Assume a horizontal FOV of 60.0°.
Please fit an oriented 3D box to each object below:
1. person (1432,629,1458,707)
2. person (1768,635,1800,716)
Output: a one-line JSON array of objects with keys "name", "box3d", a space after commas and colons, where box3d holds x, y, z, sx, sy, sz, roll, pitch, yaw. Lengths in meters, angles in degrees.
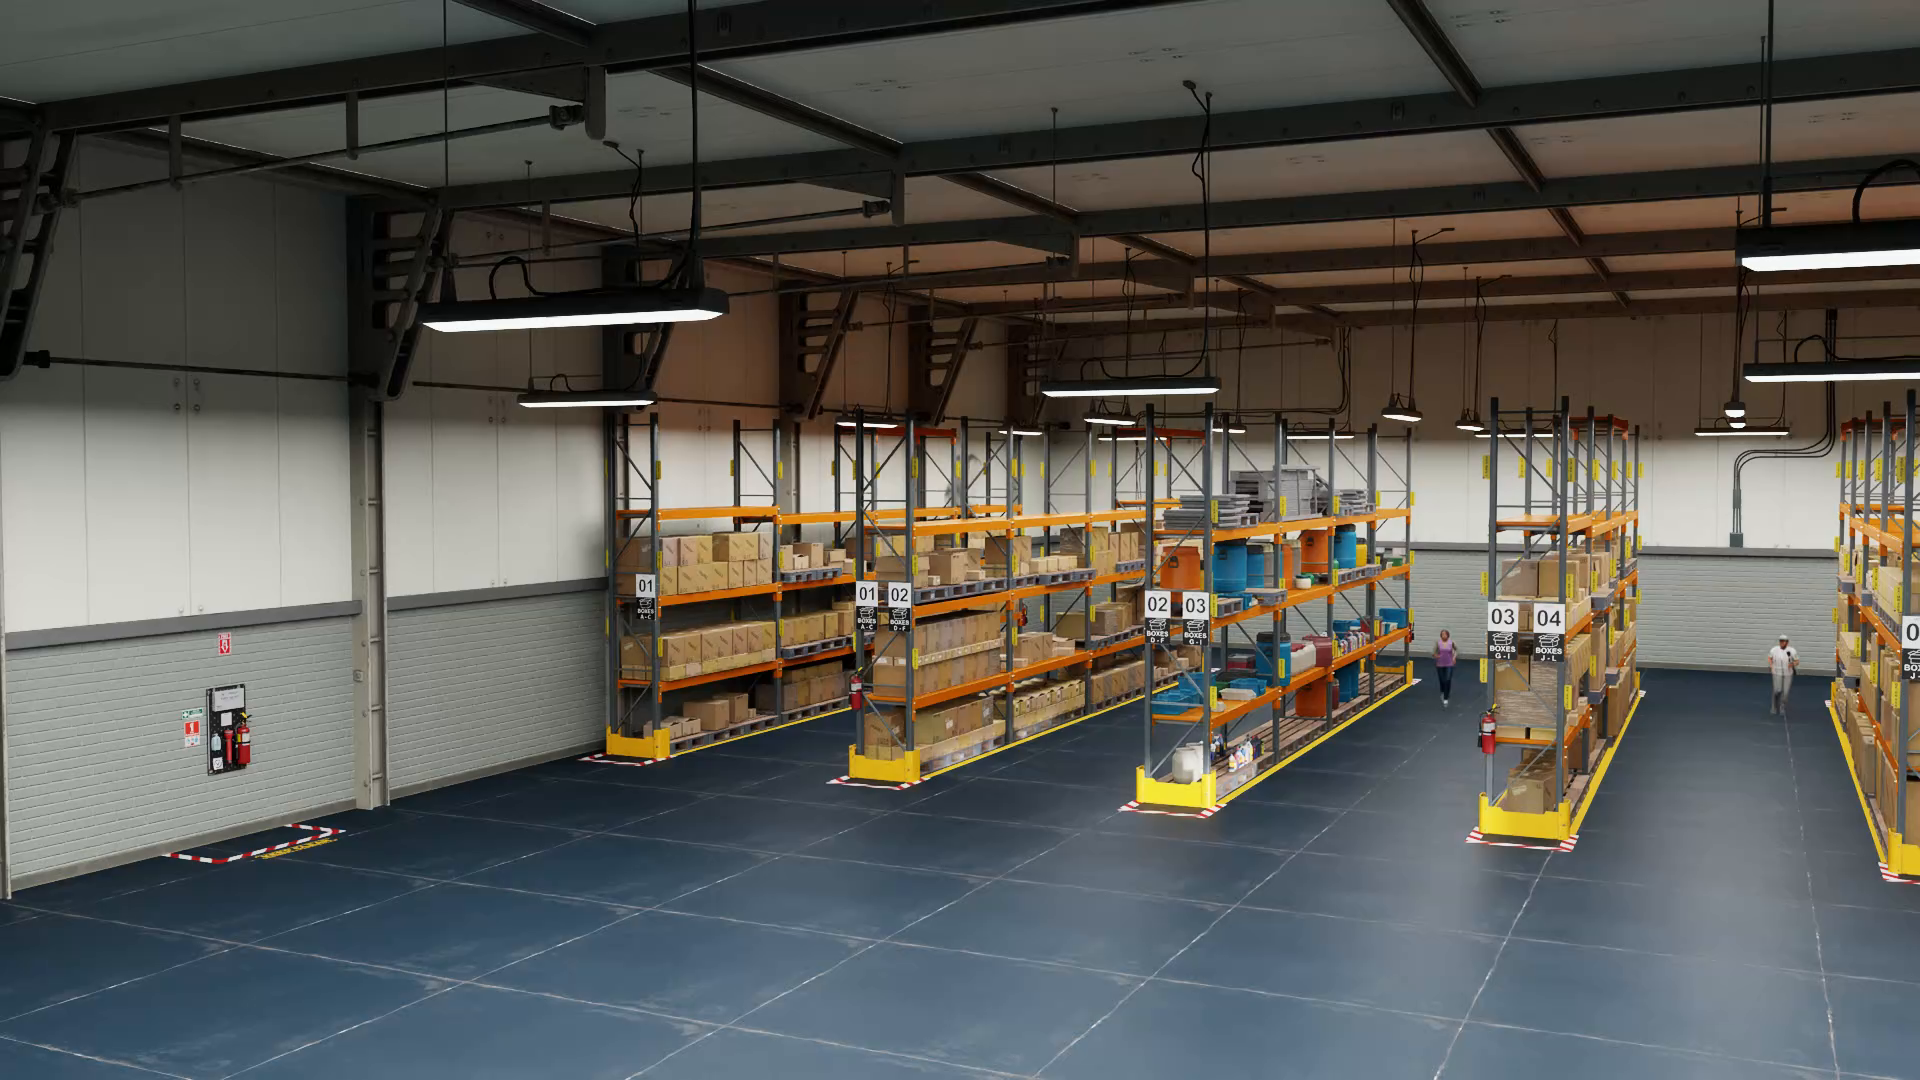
[{"name": "person", "box3d": [10.327, 2.704, 35.433, 0.537, 1.606, 0.875, 1, 3, 19]}, {"name": "person", "box3d": [16.750, 2.768, 33.826, 0.580, 1.646, 0.622, 1, 3, 26]}]
